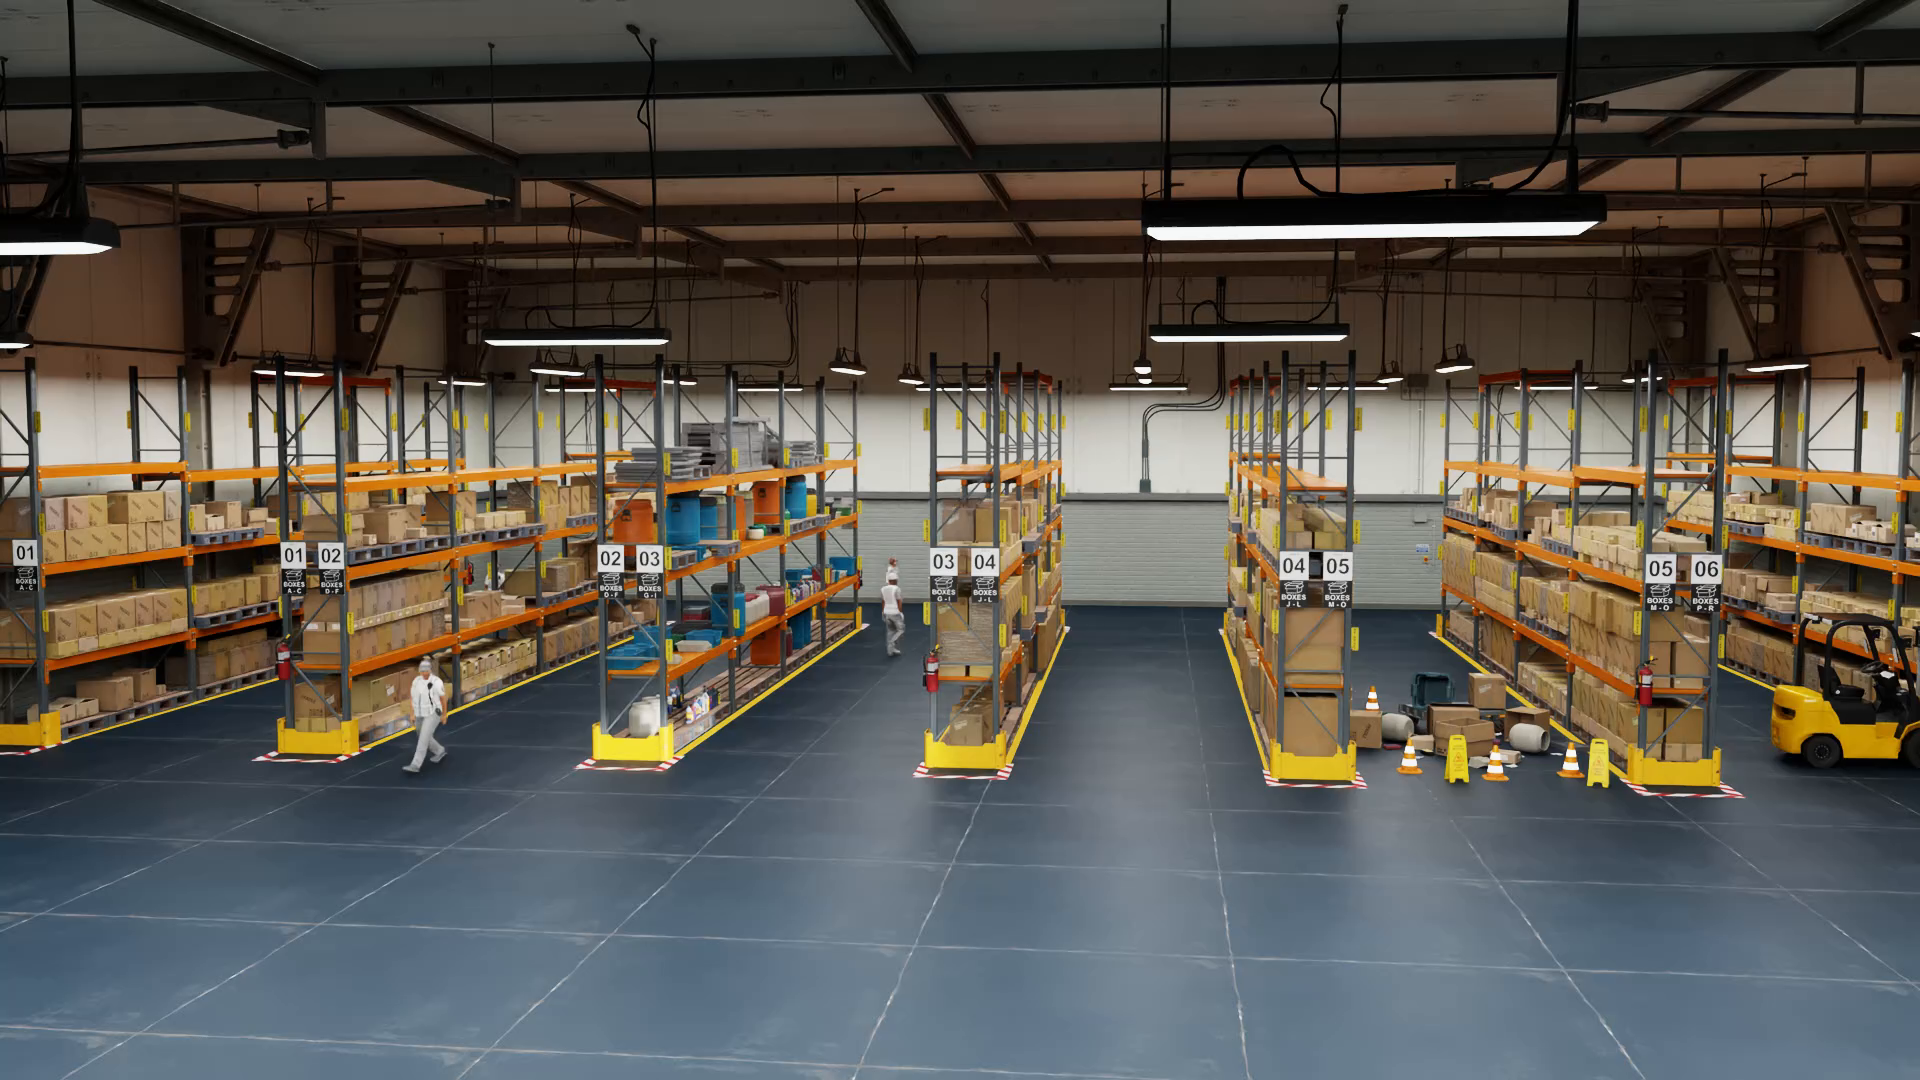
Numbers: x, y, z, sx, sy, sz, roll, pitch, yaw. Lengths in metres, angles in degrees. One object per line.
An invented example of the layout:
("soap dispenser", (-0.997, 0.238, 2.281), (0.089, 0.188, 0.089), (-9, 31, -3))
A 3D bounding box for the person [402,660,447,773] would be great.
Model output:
("person", (-7.709, 2.511, 23.964), (0.466, 1.576, 1.115), (1, 4, 18))

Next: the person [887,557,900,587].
("person", (-1.696, 1.245, 42.014), (0.448, 1.610, 0.429), (1, 4, 8))

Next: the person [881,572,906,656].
("person", (-1.463, 1.594, 35.673), (0.596, 1.787, 0.501), (4, 6, 43))

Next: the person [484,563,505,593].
("person", (-11.235, 1.337, 40.125), (0.454, 1.623, 1.051), (0, 4, 5))
